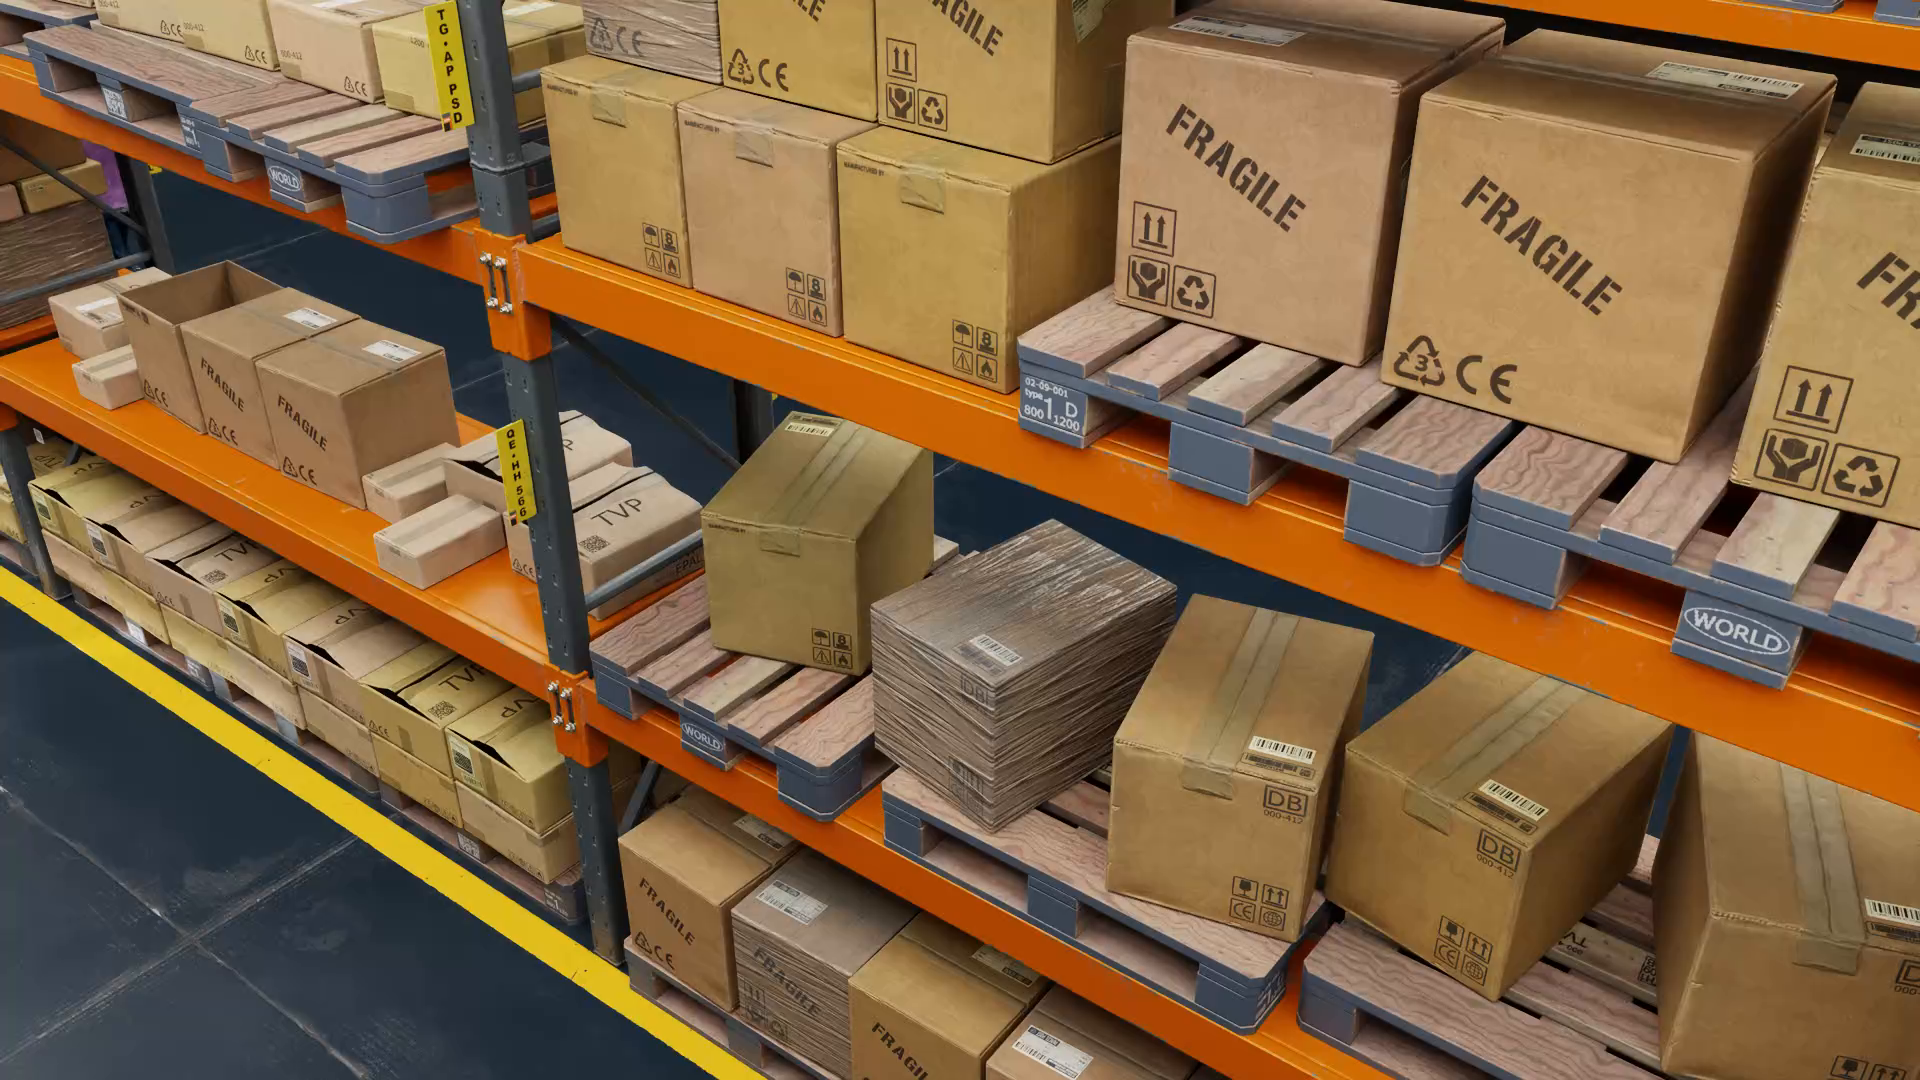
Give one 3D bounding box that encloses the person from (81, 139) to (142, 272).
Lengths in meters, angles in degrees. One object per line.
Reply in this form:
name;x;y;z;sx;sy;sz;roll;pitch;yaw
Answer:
person;-5.495;-2.161;10.687;0.938;1.544;0.406;20;37;30
